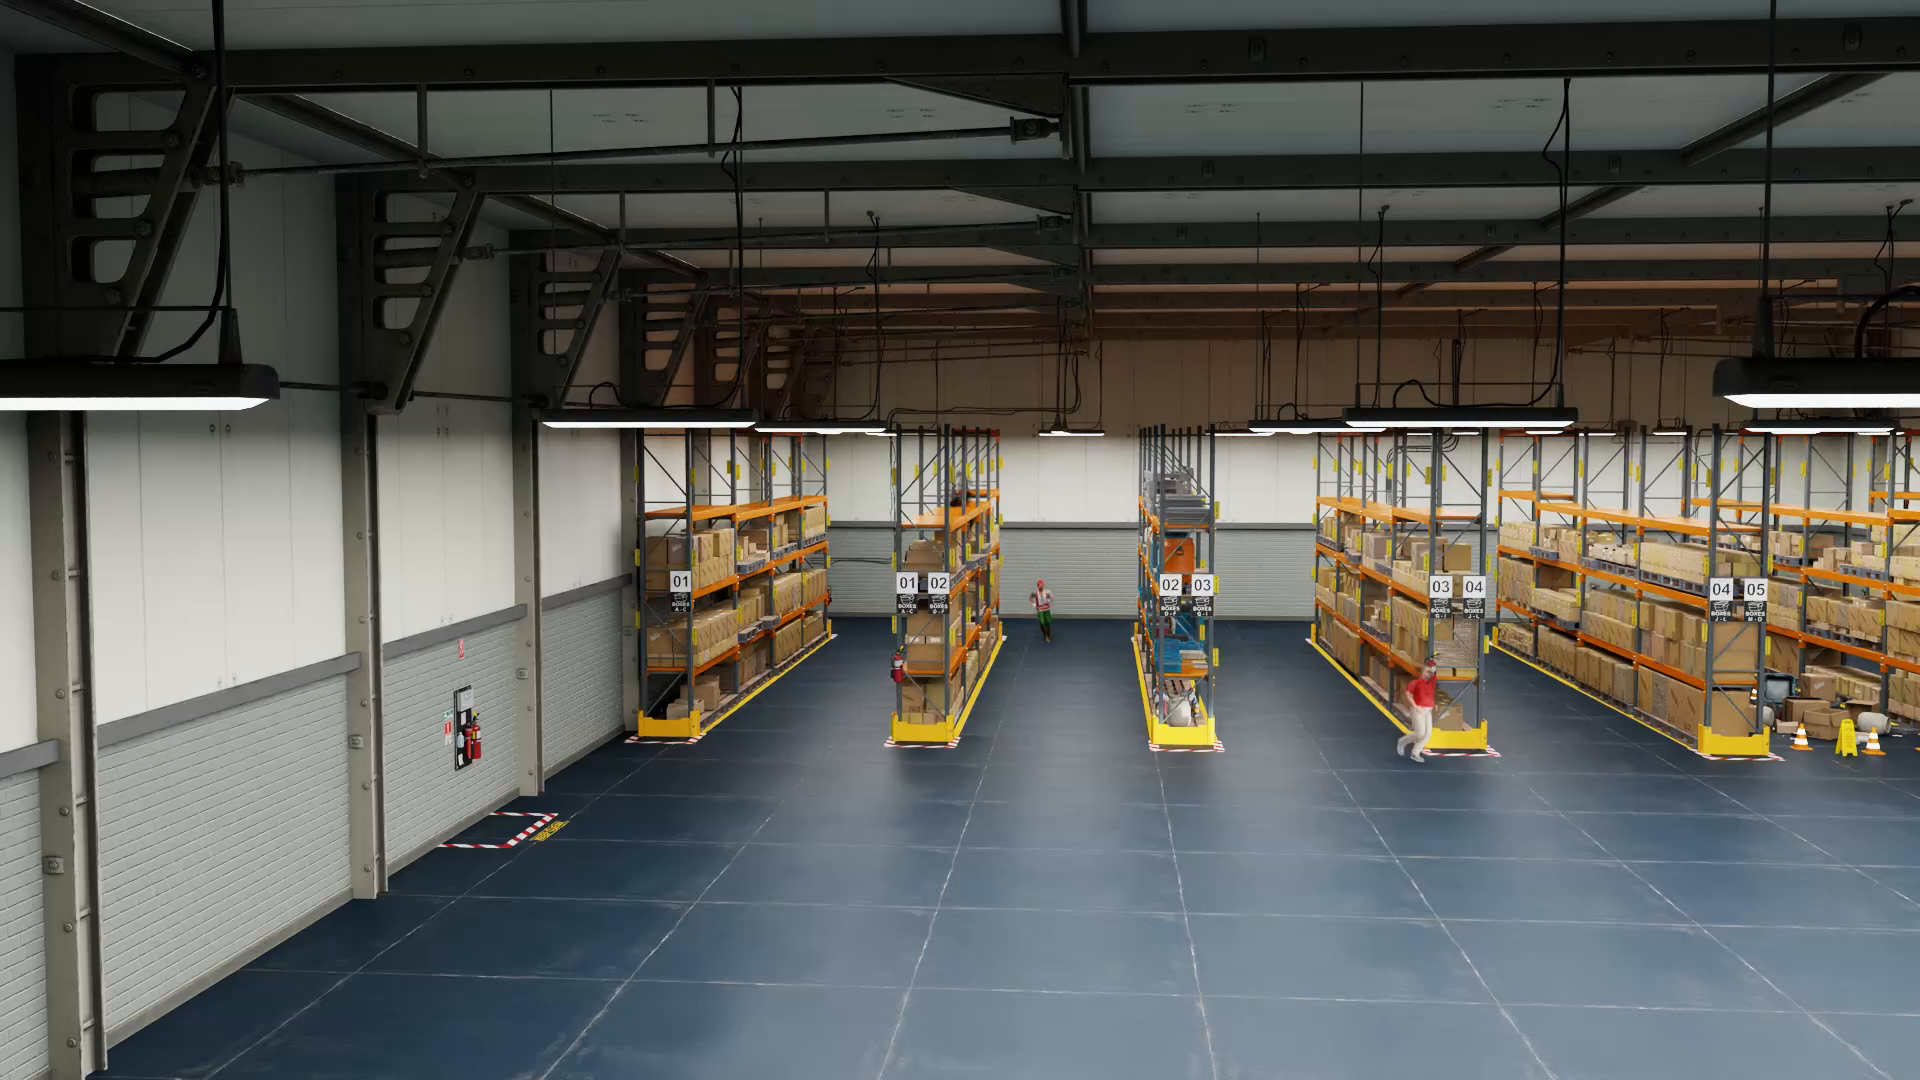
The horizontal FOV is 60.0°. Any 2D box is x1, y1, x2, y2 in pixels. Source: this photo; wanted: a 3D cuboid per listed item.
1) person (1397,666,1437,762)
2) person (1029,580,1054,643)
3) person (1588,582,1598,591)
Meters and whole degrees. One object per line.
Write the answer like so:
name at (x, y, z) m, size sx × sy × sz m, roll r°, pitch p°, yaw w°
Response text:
person at (8.214, 3.083, 29.740) m, size 0.703 × 1.677 × 0.601 m, roll -3°, pitch 4°, yaw -38°
person at (2.322, 2.011, 46.825) m, size 0.655 × 1.794 × 0.747 m, roll -1°, pitch 4°, yaw -10°
person at (18.001, 2.019, 47.408) m, size 0.604 × 1.658 × 0.641 m, roll 1°, pitch 4°, yaw 16°
